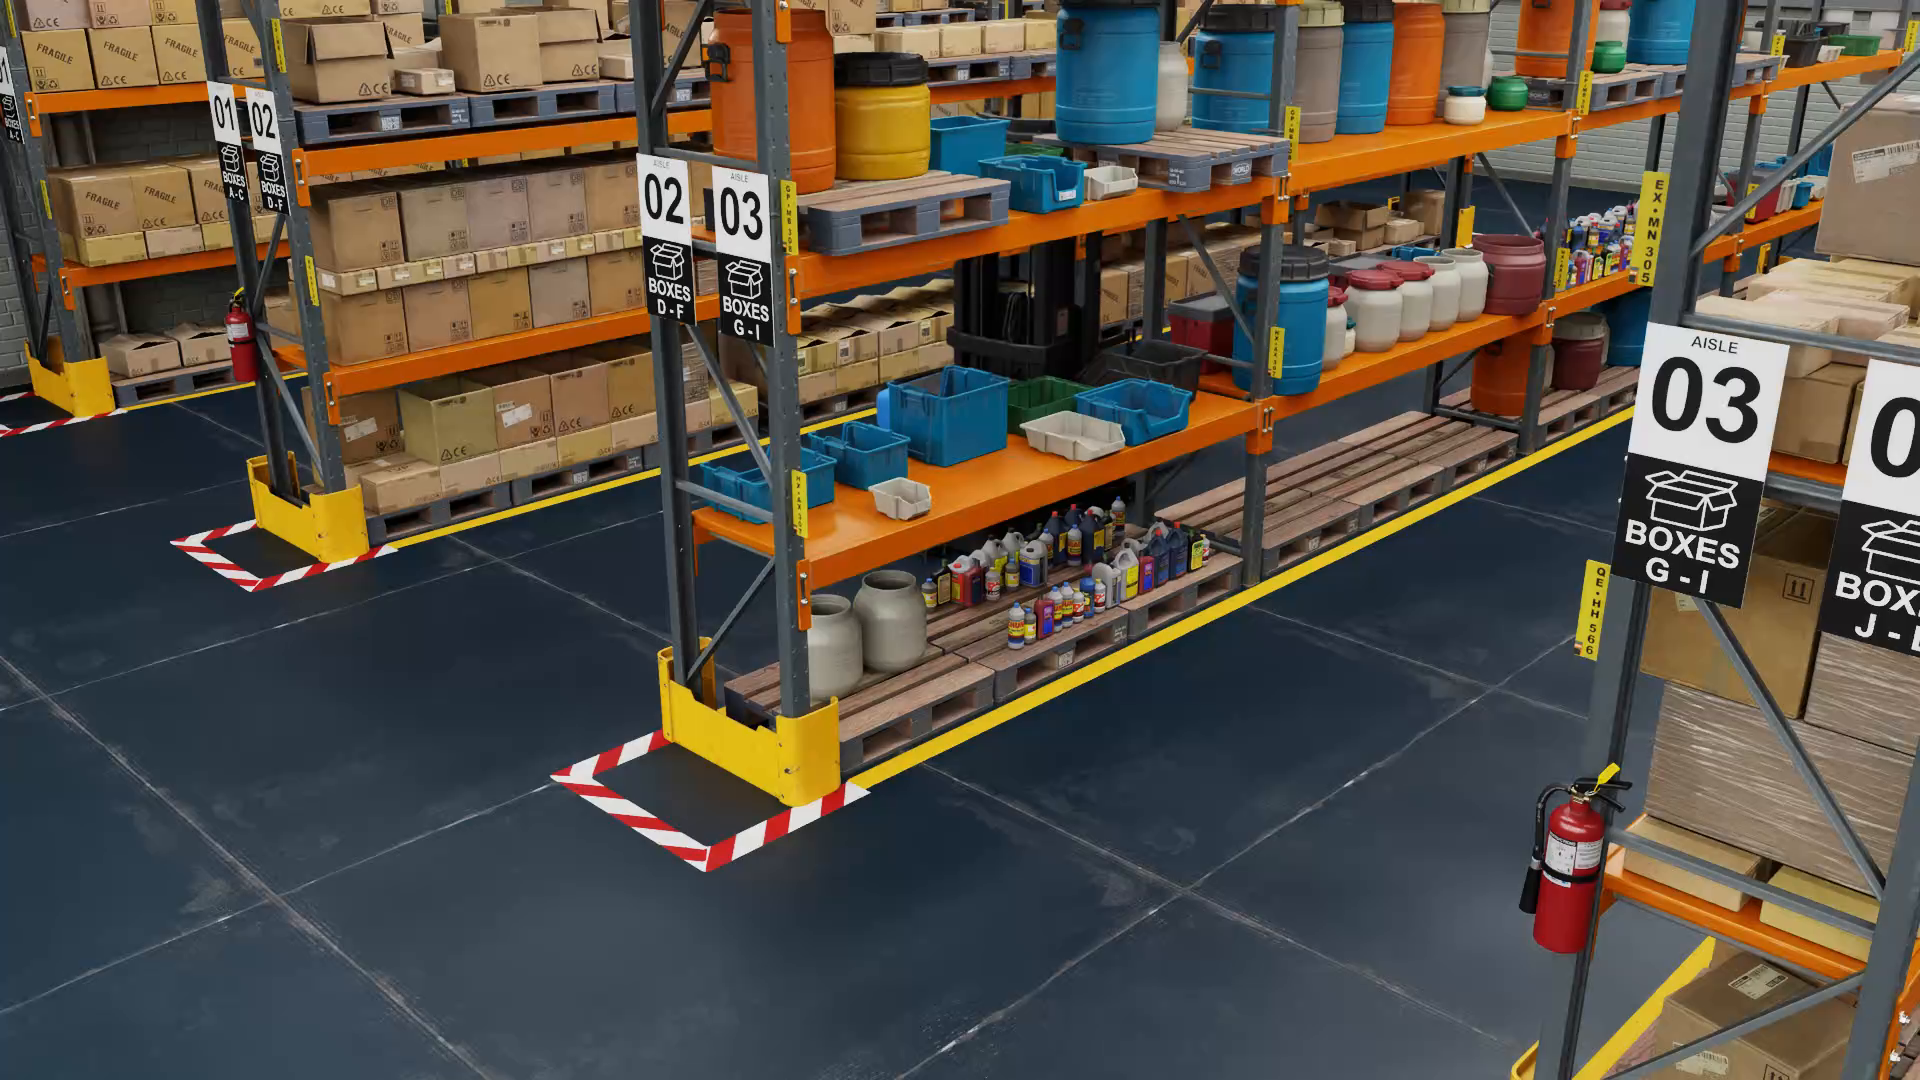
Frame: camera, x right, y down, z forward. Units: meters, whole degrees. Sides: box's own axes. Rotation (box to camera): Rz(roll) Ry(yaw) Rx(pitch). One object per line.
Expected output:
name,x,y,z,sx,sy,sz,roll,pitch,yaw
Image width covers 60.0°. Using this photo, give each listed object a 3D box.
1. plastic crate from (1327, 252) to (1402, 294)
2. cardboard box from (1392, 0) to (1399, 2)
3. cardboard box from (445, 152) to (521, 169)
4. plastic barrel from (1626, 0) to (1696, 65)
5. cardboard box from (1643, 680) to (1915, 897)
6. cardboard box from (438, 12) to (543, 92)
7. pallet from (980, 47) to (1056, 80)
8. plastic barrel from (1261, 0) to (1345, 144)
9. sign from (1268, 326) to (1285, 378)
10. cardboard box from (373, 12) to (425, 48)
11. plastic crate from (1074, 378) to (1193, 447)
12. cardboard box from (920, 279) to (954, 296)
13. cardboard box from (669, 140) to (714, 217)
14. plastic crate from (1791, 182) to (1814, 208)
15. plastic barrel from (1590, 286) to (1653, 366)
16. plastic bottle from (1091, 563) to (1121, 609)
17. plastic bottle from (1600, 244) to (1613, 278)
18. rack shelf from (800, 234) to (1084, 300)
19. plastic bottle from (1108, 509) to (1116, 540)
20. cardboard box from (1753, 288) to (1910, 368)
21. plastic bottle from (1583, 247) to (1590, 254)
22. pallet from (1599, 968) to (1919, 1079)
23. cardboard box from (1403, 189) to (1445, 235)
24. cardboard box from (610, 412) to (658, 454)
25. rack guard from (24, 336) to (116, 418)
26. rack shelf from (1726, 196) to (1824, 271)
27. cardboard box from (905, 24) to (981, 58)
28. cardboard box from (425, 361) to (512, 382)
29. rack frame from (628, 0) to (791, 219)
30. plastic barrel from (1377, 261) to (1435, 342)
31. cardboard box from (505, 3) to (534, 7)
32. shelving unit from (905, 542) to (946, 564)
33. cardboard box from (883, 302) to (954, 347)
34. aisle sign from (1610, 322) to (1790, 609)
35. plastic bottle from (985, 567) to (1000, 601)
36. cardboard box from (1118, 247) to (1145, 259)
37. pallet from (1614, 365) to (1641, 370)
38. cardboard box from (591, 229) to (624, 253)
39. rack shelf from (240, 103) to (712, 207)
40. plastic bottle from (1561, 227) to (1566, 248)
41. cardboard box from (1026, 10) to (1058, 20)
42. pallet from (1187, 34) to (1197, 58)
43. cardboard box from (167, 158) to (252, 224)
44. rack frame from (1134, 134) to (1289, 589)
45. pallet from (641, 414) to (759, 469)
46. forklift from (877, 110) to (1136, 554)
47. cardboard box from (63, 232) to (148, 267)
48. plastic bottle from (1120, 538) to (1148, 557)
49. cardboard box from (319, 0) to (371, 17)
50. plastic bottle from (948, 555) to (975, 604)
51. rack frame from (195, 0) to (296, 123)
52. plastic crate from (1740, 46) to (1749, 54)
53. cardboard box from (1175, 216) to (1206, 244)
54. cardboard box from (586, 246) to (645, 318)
plastic crate,3.077,-1.929,12.824,0.402,0.464,0.583,19,28,41
cardboard box,4.890,-6.388,19.845,0.500,0.250,0.500,19,28,41
cardboard box,-5.085,-4.064,17.714,0.700,0.500,0.500,19,28,41
plastic barrel,6.133,-4.619,14.447,0.600,0.901,0.708,19,28,41
cardboard box,2.795,0.738,5.420,0.875,0.500,0.500,19,28,41
cardboard box,-3.349,-3.489,11.870,0.500,0.500,0.500,19,28,41
pallet,0.468,-4.594,15.928,1.003,0.211,1.213,-19,28,-40
plastic barrel,2.289,-3.197,11.332,0.600,0.901,0.600,0,21,0
sign,2.020,-1.199,10.626,0.100,0.325,0.005,19,28,41
cardboard box,-5.642,-4.953,16.432,0.500,0.500,0.500,-19,28,-41
plastic crate,1.056,-0.788,10.151,0.499,0.251,0.616,19,28,41
cardboard box,-0.059,-2.455,16.746,0.500,0.311,0.500,18,28,39
cardboard box,-2.218,-2.987,13.718,0.700,0.500,0.500,19,28,41
plastic crate,8.756,-3.652,17.546,0.416,0.233,0.300,19,28,41
plastic barrel,6.329,-2.165,15.867,0.600,0.901,0.708,19,28,41
plastic bottle,0.915,0.267,10.382,0.135,0.276,0.152,-20,28,-41
plastic bottle,5.567,-2.415,14.340,0.061,0.283,0.133,19,28,41
rack shelf,-0.518,-2.629,15.736,1.077,0.370,4.000,19,28,41
plastic bottle,1.026,-0.111,11.469,0.097,0.201,0.097,0,21,0
cardboard box,2.628,-0.645,5.045,0.380,0.149,0.250,18,27,39
plastic bottle,5.337,-2.365,14.227,0.097,0.271,0.097,0,21,0
pallet,3.037,2.140,6.213,1.003,0.211,1.213,19,28,41
cardboard box,6.255,-4.372,22.140,0.500,0.500,0.500,19,28,41
cardboard box,-2.774,-0.931,13.563,0.500,0.250,0.500,19,28,41
rack guard,-8.202,-1.514,15.317,1.175,0.500,0.348,19,28,41
rack shelf,8.609,-3.445,17.858,1.077,0.370,4.000,19,28,41
cardboard box,-0.159,-4.591,15.280,0.500,0.250,0.500,19,28,40
cardboard box,-3.855,-1.158,13.108,0.500,0.500,0.500,19,28,41
rack frame,-1.157,-2.982,7.290,1.000,3.000,0.127,19,28,41
plastic barrel,3.272,-1.764,12.294,0.433,0.535,0.433,0,21,0
cardboard box,-4.596,-5.523,17.620,0.500,0.311,0.500,-19,28,-40
shelving unit,-0.259,-0.306,11.615,0.258,0.900,0.210,17,27,37
cardboard box,-0.375,-2.064,15.730,0.500,0.311,0.500,-19,28,-41
aisle sign,2.134,-0.215,4.829,0.394,0.787,0.004,19,28,41
plastic bottle,0.205,0.270,10.478,0.097,0.201,0.097,0,21,0
cardboard box,1.723,-2.949,18.438,0.500,0.500,0.500,18,27,39
pallet,6.646,-1.777,16.403,1.003,0.211,1.213,19,28,41
cardboard box,-2.836,-2.351,12.966,0.250,0.149,0.380,-19,28,-41
rack shelf,-3.308,-3.001,12.523,1.077,0.370,4.000,19,28,41
plastic bottle,5.430,-2.700,15.080,0.061,0.283,0.133,19,28,41
cardboard box,1.158,-5.046,16.702,0.910,0.500,0.500,19,28,41
pallet,2.441,-5.402,18.029,1.213,0.211,1.003,19,28,41
cardboard box,-6.990,-3.254,15.495,0.500,0.500,0.500,18,27,39
rack frame,1.633,-1.210,11.041,1.000,3.000,0.127,19,28,41
pallet,-2.498,-0.955,14.265,1.003,0.211,1.213,19,28,41
forklift,0.723,-1.719,12.463,1.130,2.935,3.031,17,27,37
cardboard box,-7.687,-2.647,14.960,0.500,0.250,0.500,18,28,39
plastic bottle,1.133,0.113,10.784,0.152,0.276,0.135,19,28,41
cardboard box,-5.997,-5.271,15.866,0.500,0.500,0.500,-18,28,-39
plastic bottle,0.006,0.245,10.440,0.152,0.276,0.135,20,28,41
rack frame,-4.703,-4.223,10.518,1.000,3.000,0.127,19,28,41
plastic crate,7.829,-4.966,16.999,0.293,0.136,0.466,19,28,41
cardboard box,2.458,-3.575,19.021,0.500,0.250,0.500,19,28,41
cardboard box,-2.934,-2.116,13.261,0.500,0.500,0.700,-20,28,-41
